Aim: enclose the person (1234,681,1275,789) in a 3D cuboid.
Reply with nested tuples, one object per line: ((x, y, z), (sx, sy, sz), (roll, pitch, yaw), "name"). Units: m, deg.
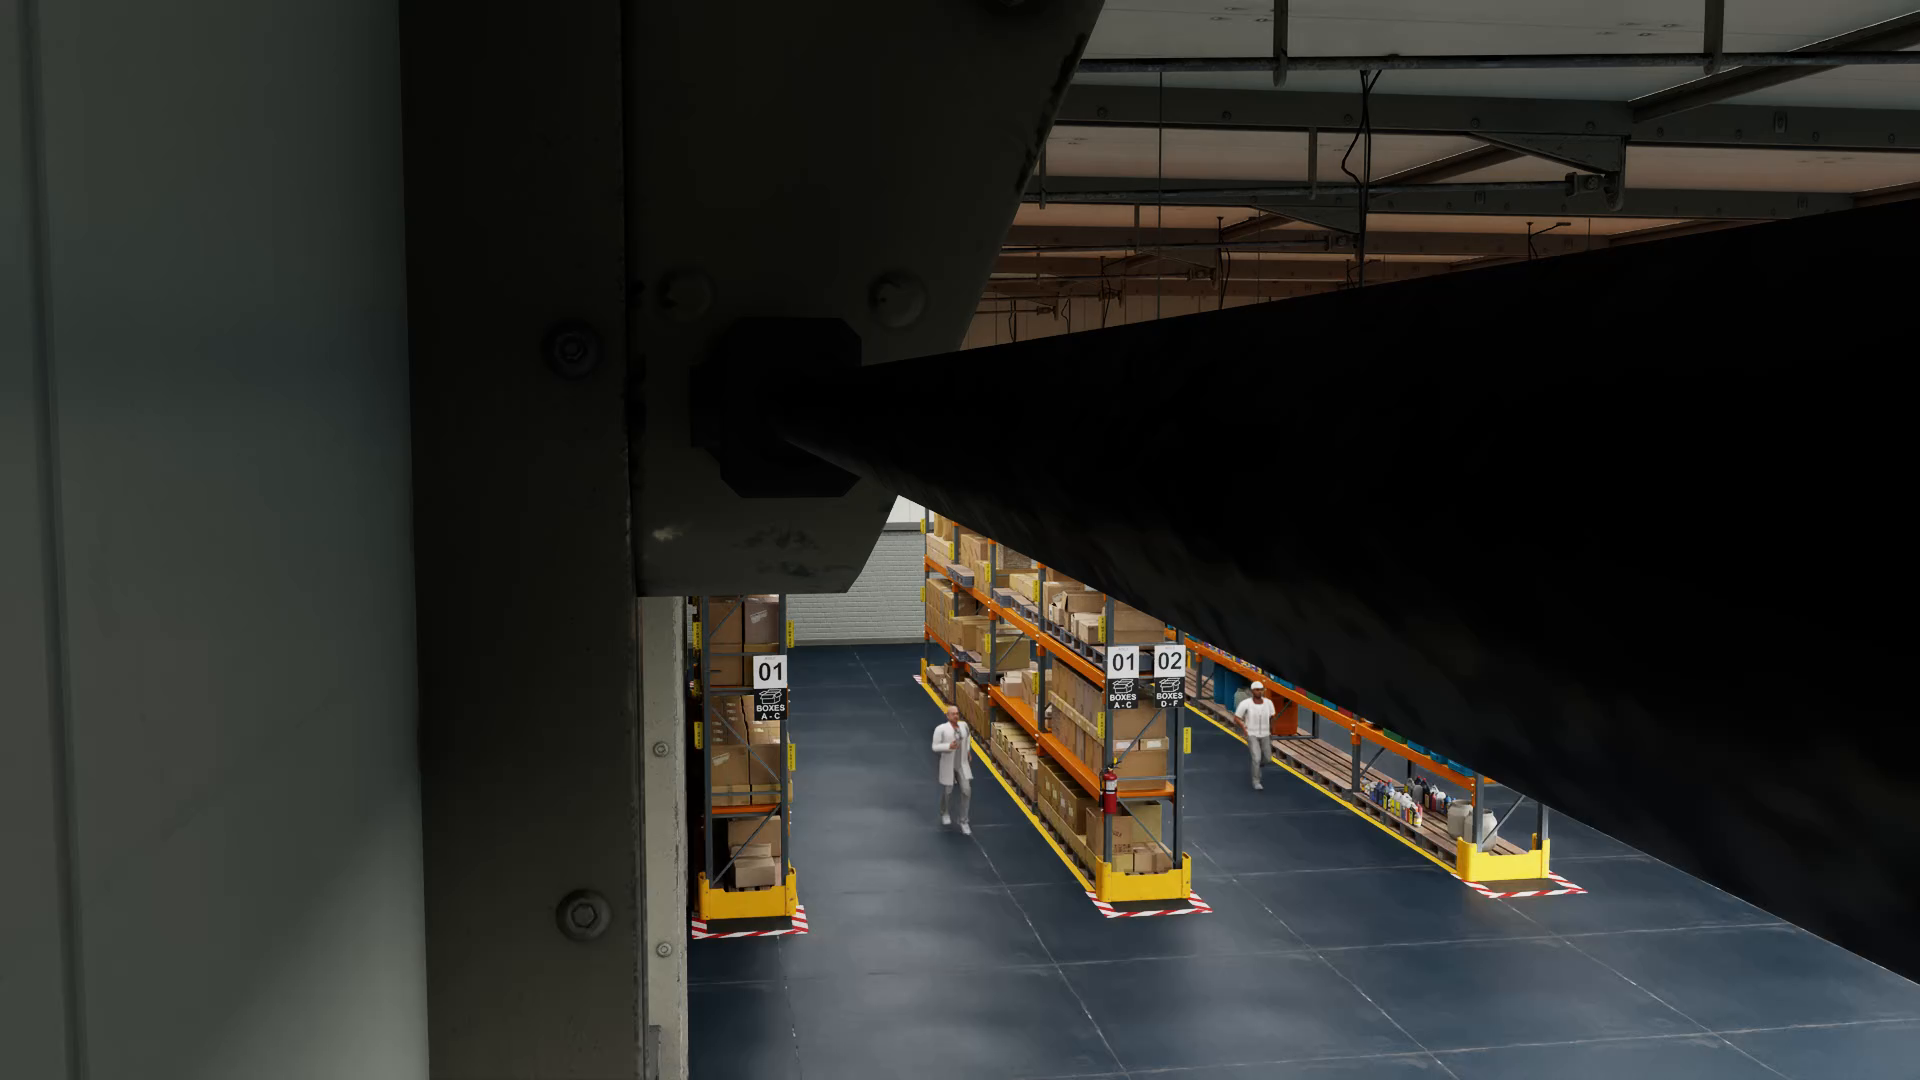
((4.760, 3.122, 26.731), (0.700, 1.718, 0.625), (-1, 5, -9), "person")

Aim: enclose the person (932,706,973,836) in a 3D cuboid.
((-0.095, 3.311, 24.106), (0.685, 1.831, 0.832), (-2, 5, -20), "person")
